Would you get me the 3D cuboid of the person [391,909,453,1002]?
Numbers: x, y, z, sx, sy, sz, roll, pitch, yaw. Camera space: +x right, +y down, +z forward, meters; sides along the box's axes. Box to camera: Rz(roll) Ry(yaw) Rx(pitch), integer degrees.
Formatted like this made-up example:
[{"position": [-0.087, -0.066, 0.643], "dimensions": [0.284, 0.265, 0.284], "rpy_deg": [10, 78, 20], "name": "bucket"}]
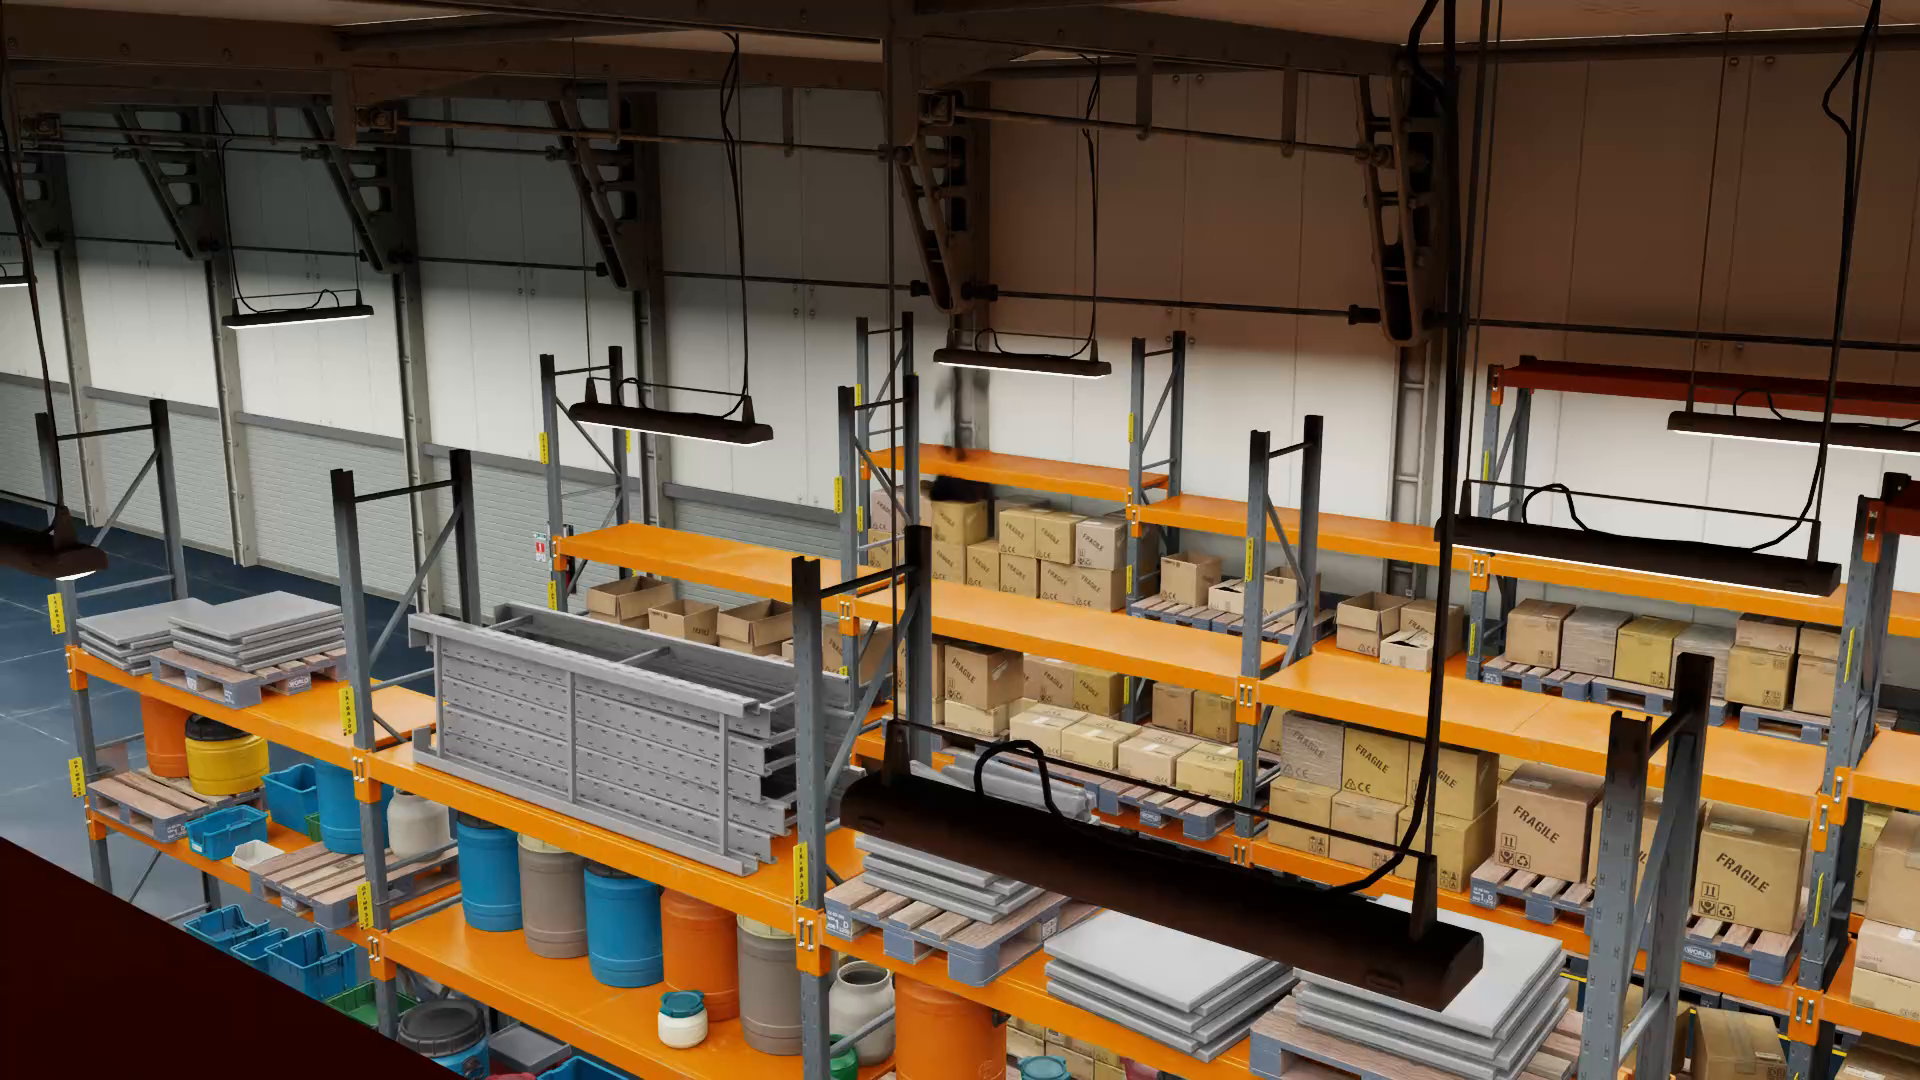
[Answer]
[{"position": [-5.041, 3.882, 15.463], "dimensions": [0.848, 1.352, 0.525], "rpy_deg": [2, 13, 11], "name": "person"}]
